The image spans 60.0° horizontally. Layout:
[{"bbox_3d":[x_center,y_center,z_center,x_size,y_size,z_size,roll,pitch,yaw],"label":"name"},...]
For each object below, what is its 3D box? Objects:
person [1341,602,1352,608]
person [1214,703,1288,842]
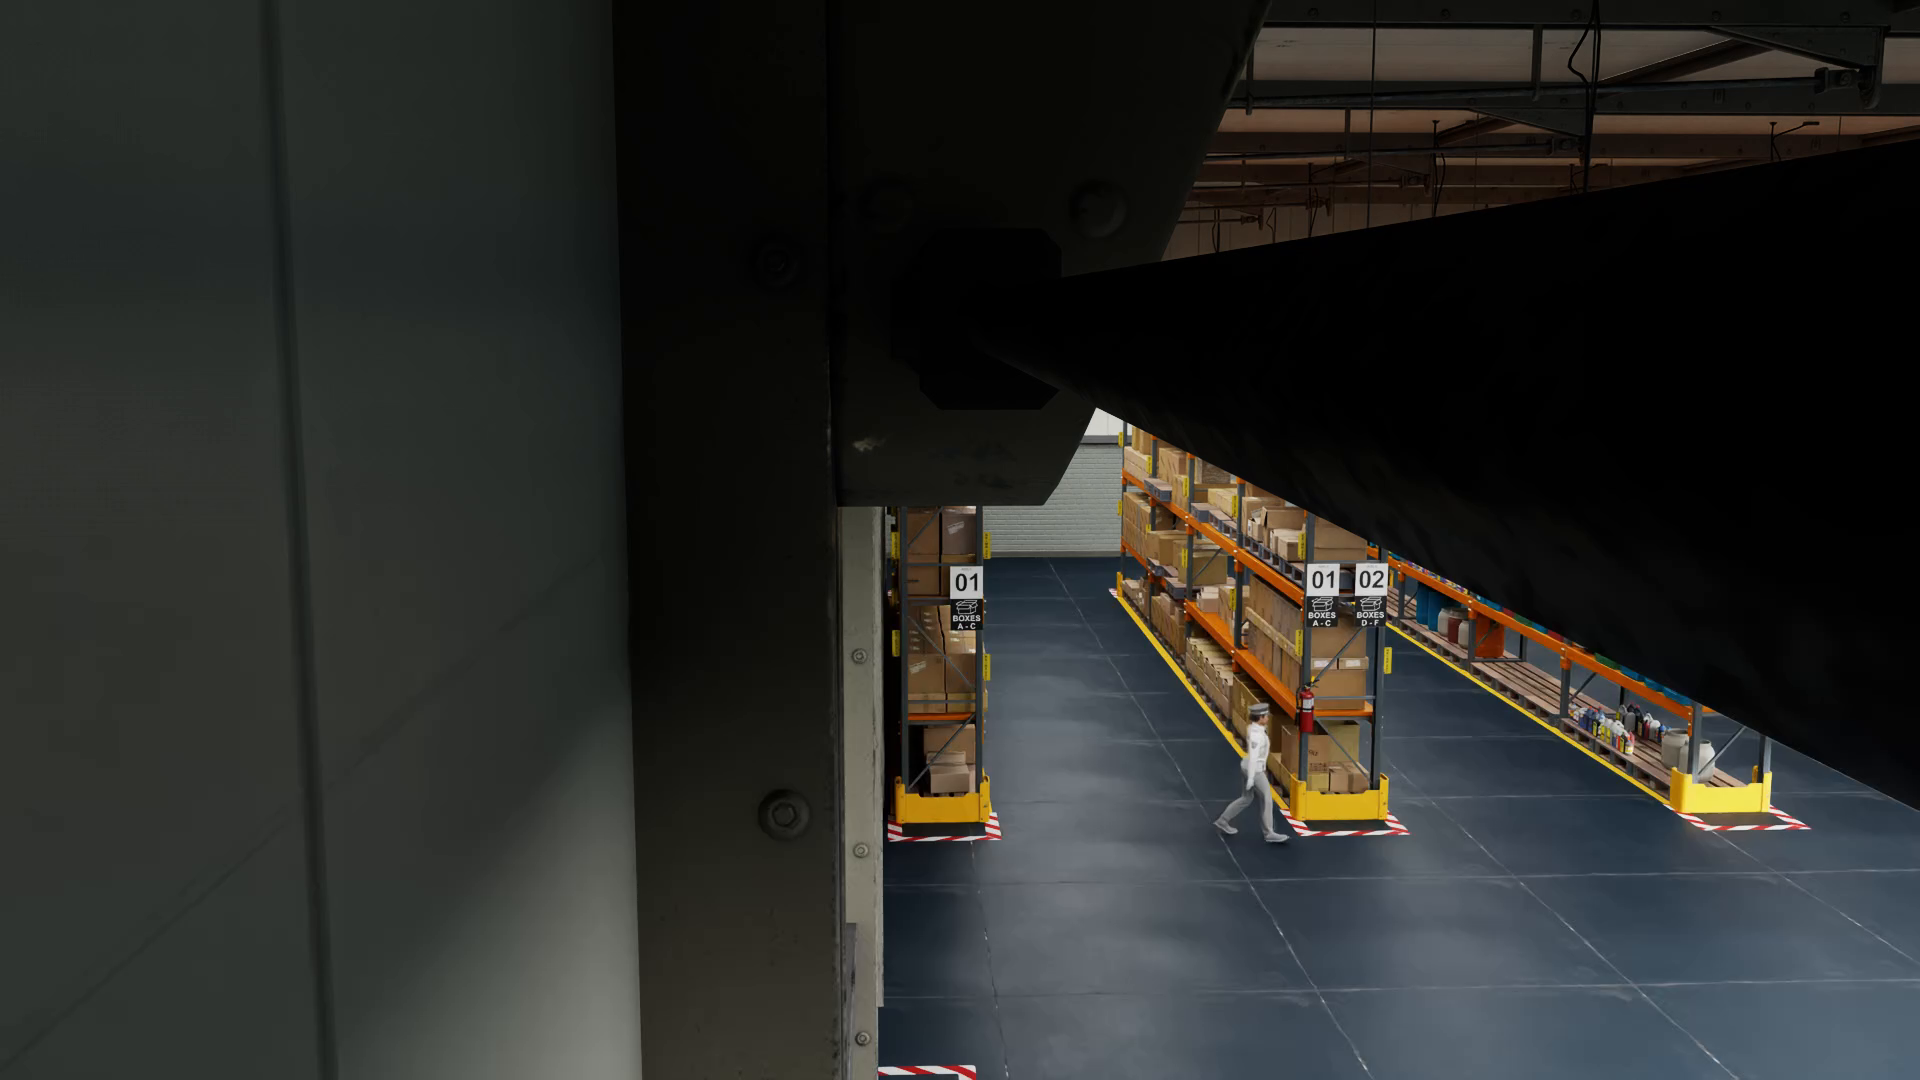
[{"bbox_3d":[6.988,1.137,30.811,0.659,1.731,1.098,-1,8,-5],"label":"person"},{"bbox_3d":[3.482,2.762,19.792,0.808,1.629,0.488,0,8,1],"label":"person"}]
